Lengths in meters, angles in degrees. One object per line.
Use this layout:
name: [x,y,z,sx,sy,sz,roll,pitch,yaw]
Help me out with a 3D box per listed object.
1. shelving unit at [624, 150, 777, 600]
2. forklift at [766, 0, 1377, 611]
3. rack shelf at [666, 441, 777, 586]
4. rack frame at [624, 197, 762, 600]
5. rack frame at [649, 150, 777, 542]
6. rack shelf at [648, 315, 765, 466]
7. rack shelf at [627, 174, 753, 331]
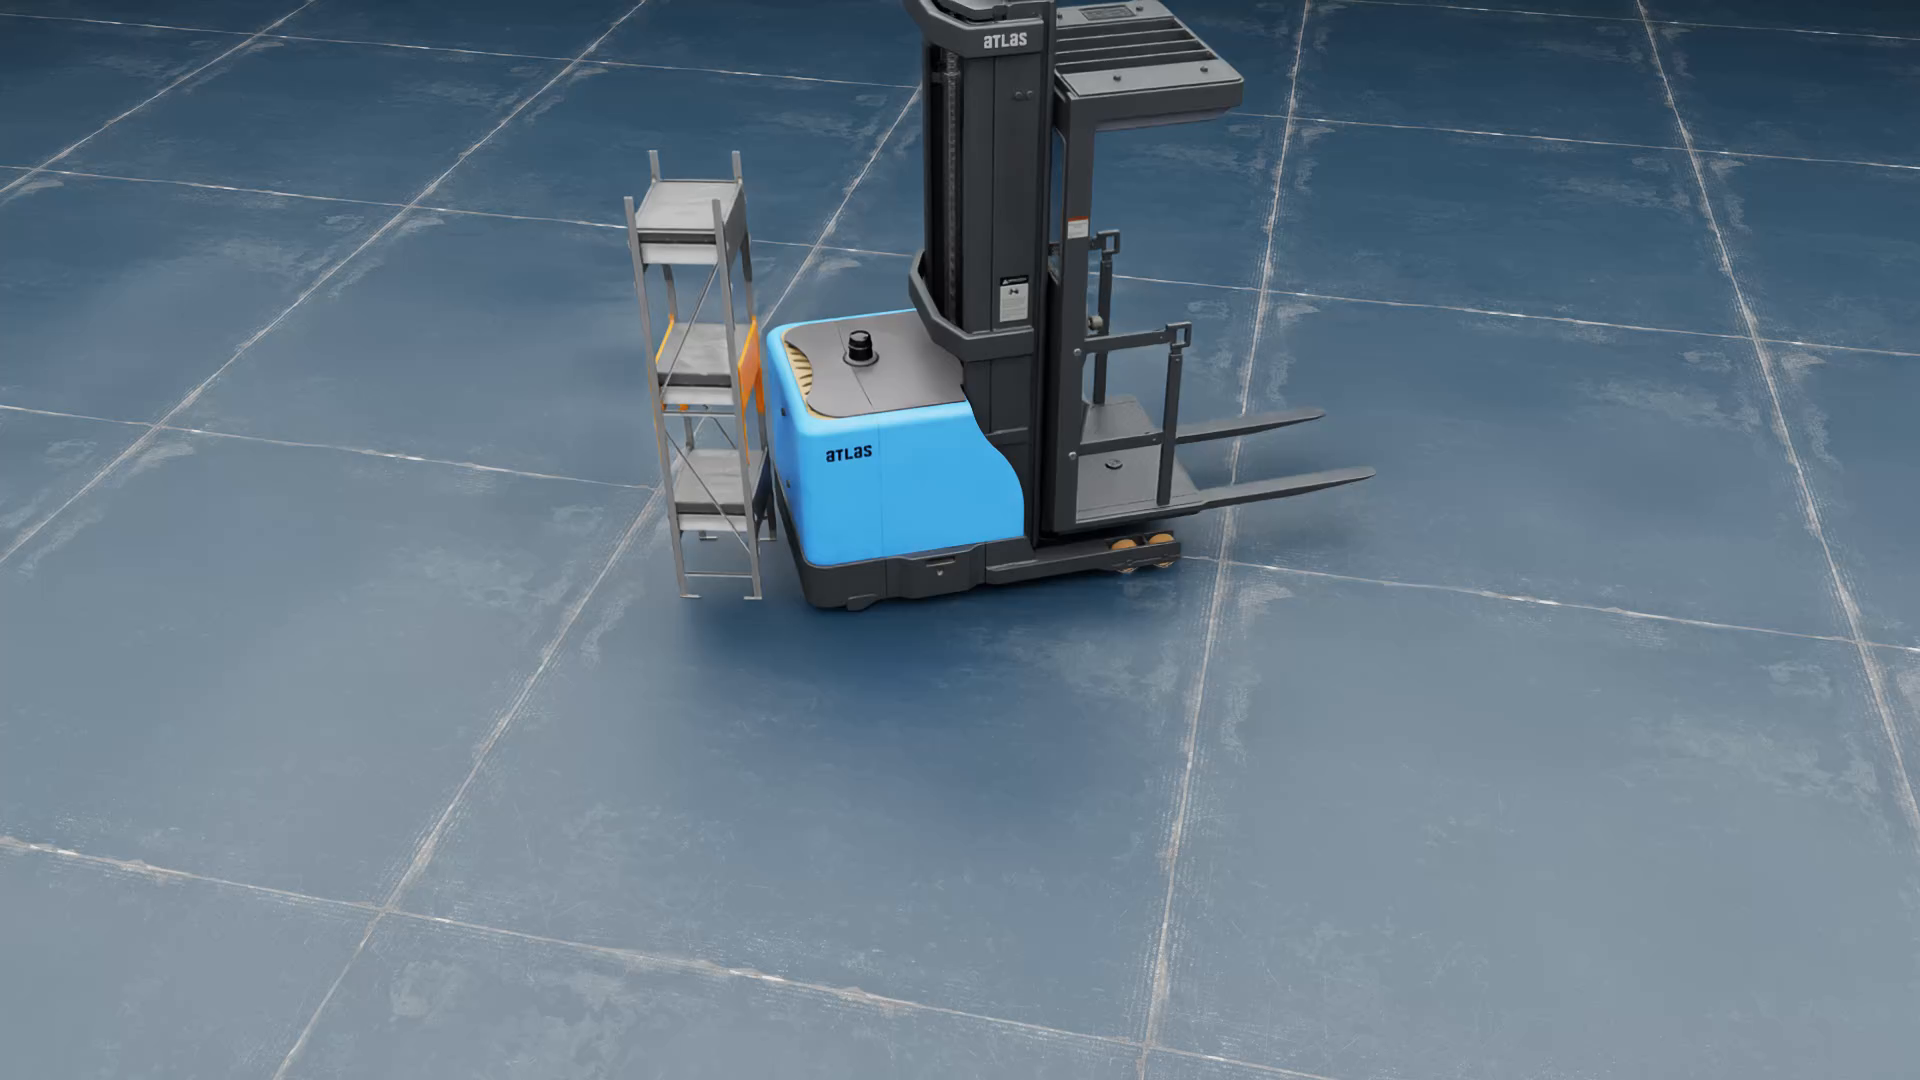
shelving unit: [-1.164,-0.709,7.704,0.431,2.100,0.503,1,36,3]
forklift: [0.614,-1.314,7.835,3.031,2.935,1.130,-9,37,-12]
rack shelf: [-1.155,-0.131,8.122,0.431,0.518,0.480,1,36,3]
rack frame: [-1.179,-0.566,7.506,0.400,2.100,0.015,1,36,3]
rack frame: [-1.150,-0.852,7.901,0.400,2.100,0.015,1,36,3]
rack shelf: [-1.164,-0.698,7.712,0.431,0.518,0.480,1,36,3]
rack shelf: [-1.174,-1.265,7.301,0.431,0.518,0.480,1,36,3]
